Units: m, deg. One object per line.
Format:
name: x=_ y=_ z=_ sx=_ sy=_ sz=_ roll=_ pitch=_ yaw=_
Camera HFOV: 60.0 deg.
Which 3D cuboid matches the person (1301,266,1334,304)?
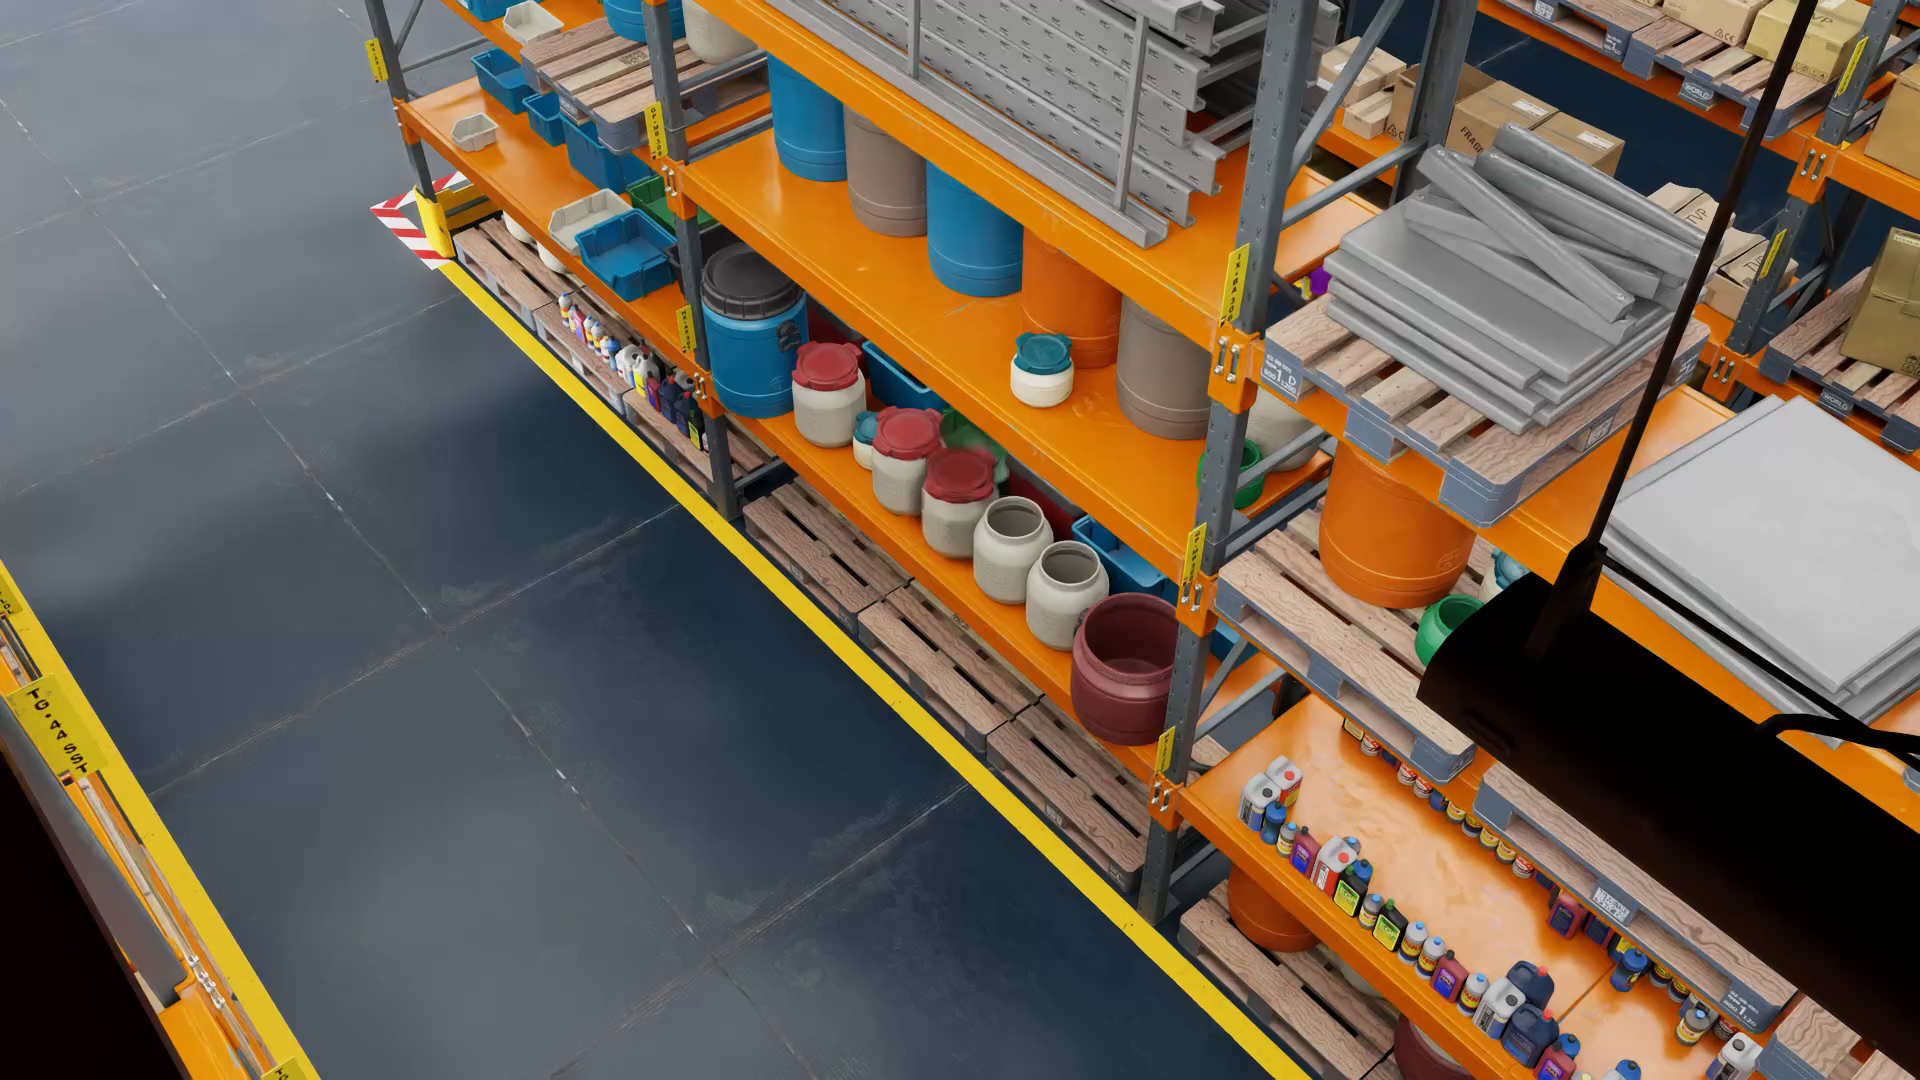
person: x=2.540 y=-1.530 z=11.245 sx=0.657 sy=1.744 sz=0.659 roll=31 pitch=54 yaw=26
